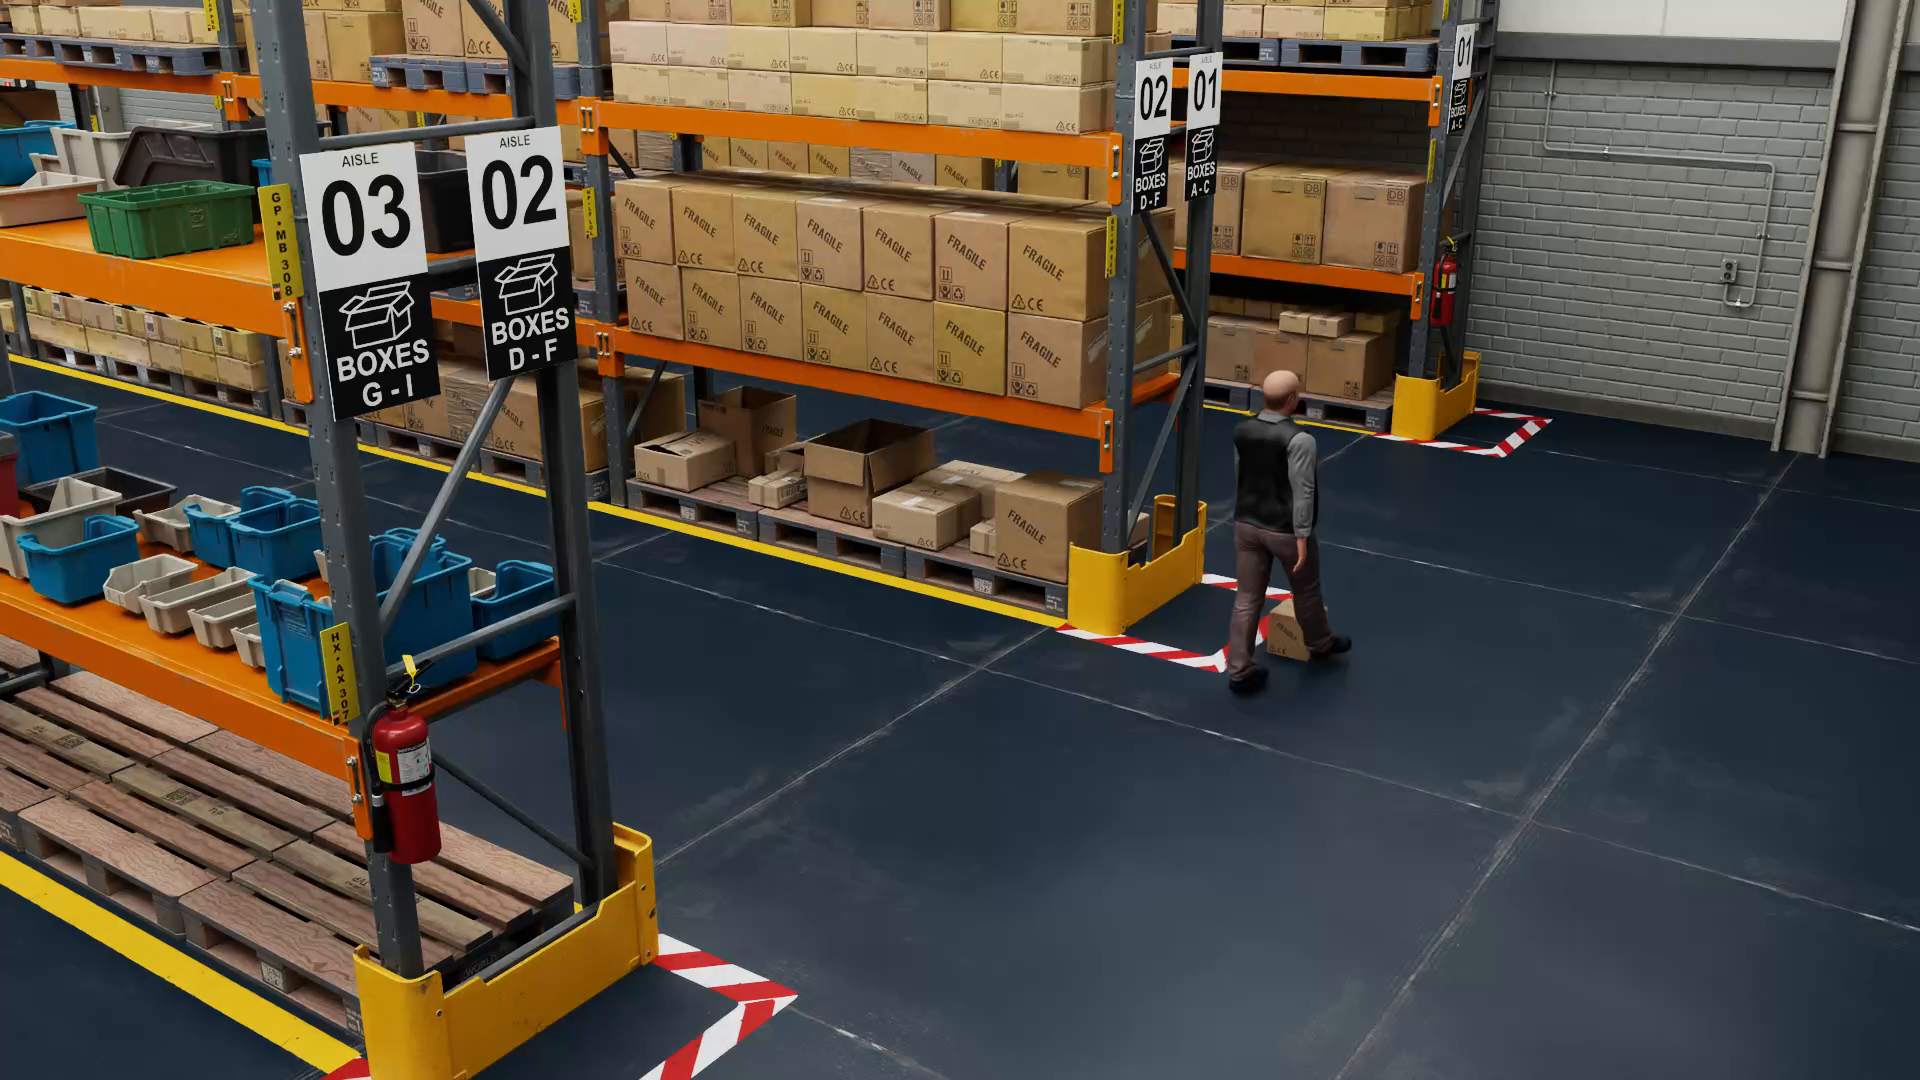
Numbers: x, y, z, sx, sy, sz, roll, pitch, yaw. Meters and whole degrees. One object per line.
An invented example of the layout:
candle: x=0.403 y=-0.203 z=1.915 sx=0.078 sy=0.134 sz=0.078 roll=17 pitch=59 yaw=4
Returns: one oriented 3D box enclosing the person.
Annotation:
person: x=1.730 y=-0.099 z=8.838 sx=0.551 sy=1.692 sz=0.901 roll=16 pitch=25 yaw=38
